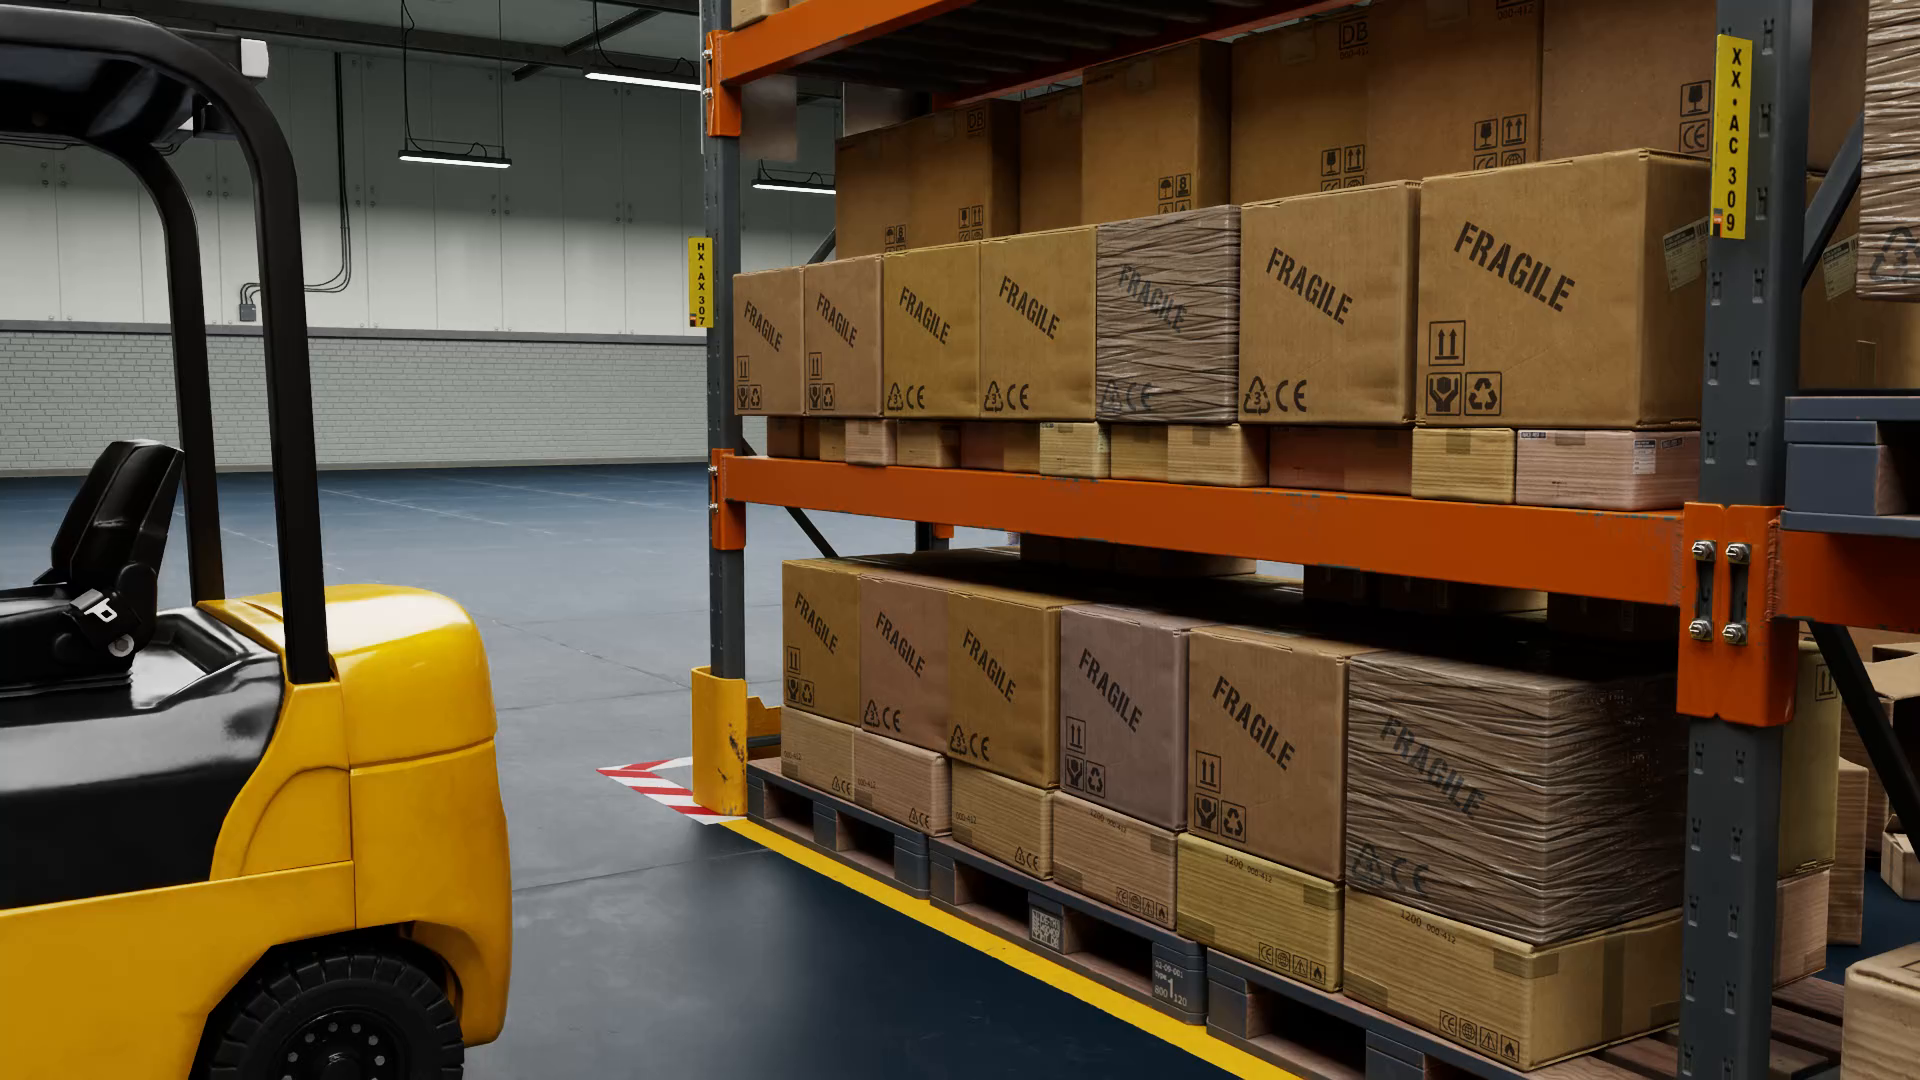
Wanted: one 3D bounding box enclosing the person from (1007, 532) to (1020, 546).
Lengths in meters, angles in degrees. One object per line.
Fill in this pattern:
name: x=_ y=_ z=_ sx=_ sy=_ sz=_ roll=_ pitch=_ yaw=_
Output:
person: x=0.587 y=0.136 z=8.935 sx=0.539 sy=1.258 sz=0.715 roll=-3 pitch=6 yaw=-34
